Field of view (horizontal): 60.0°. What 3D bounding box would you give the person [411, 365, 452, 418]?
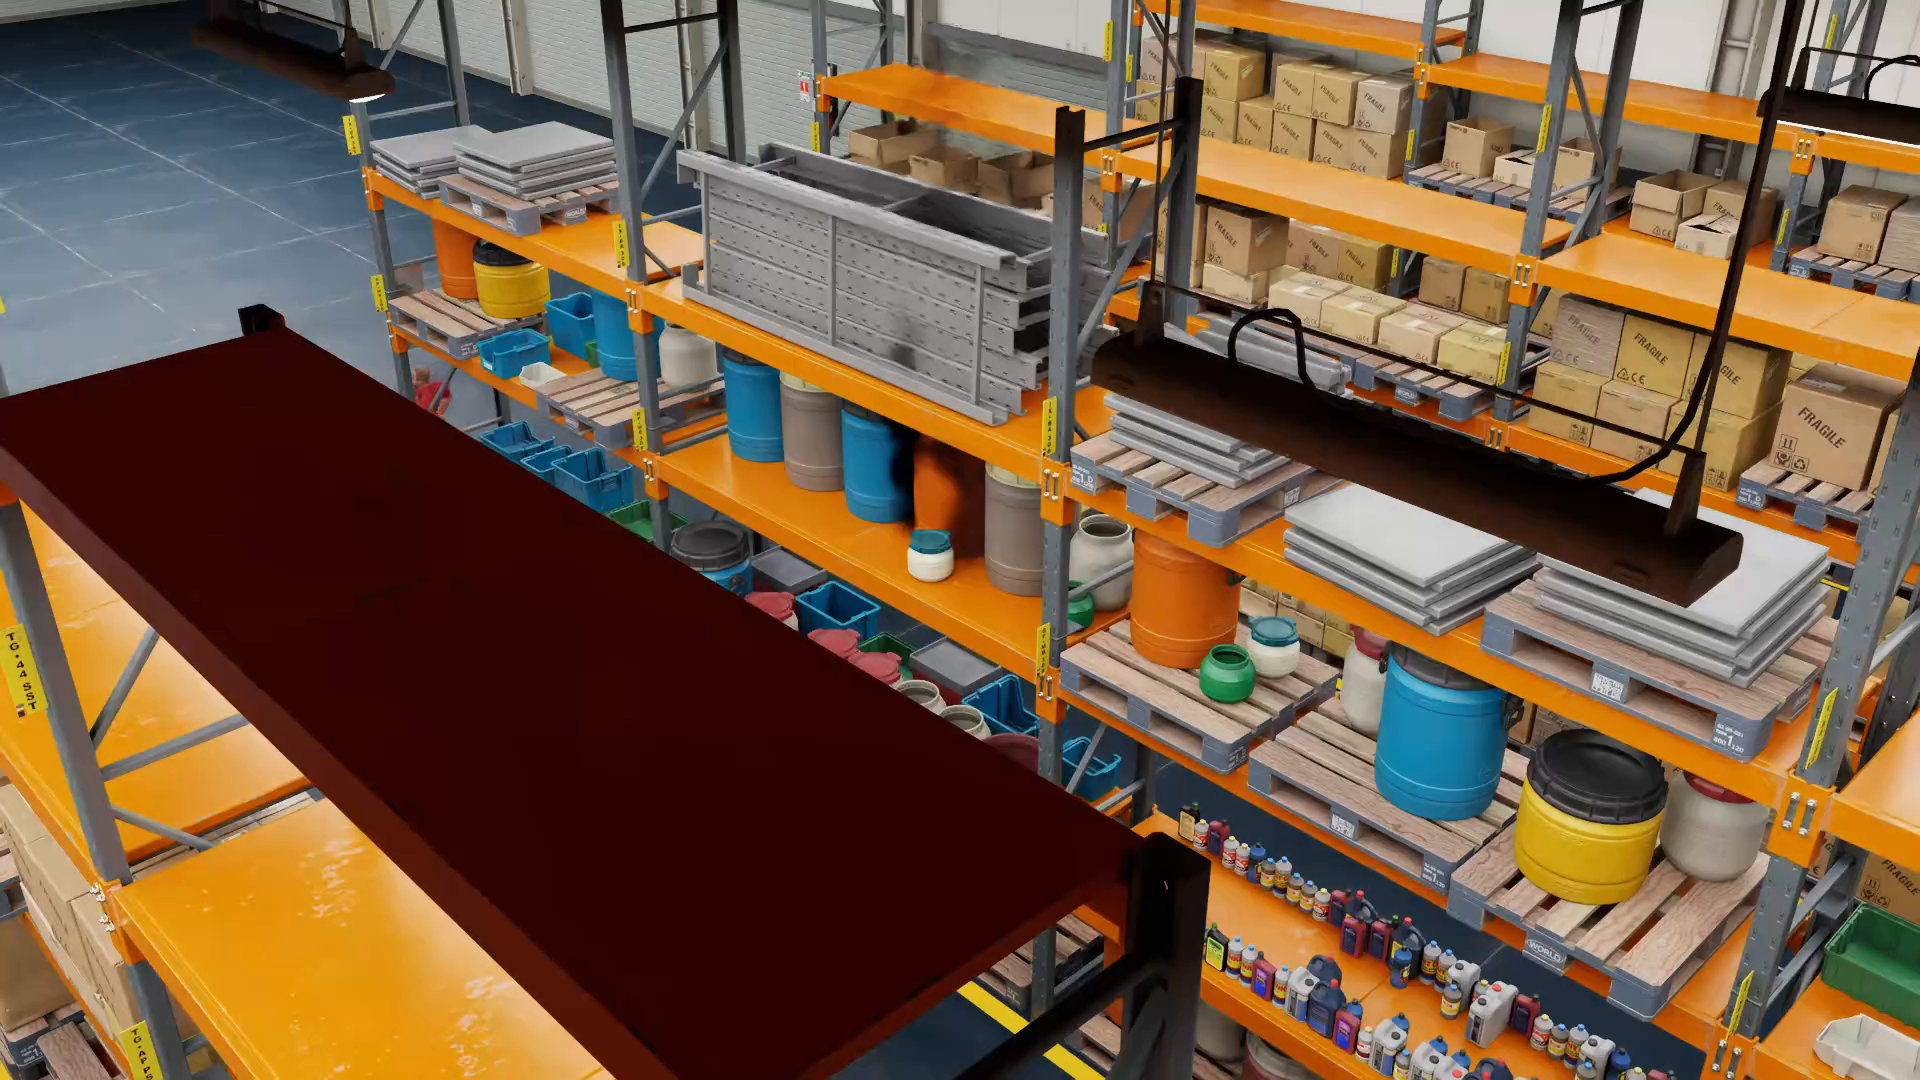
[{"bbox_3d":[-5.453,-0.993,16.935,0.818,1.716,0.701,-3,28,-6],"label":"person"}]
